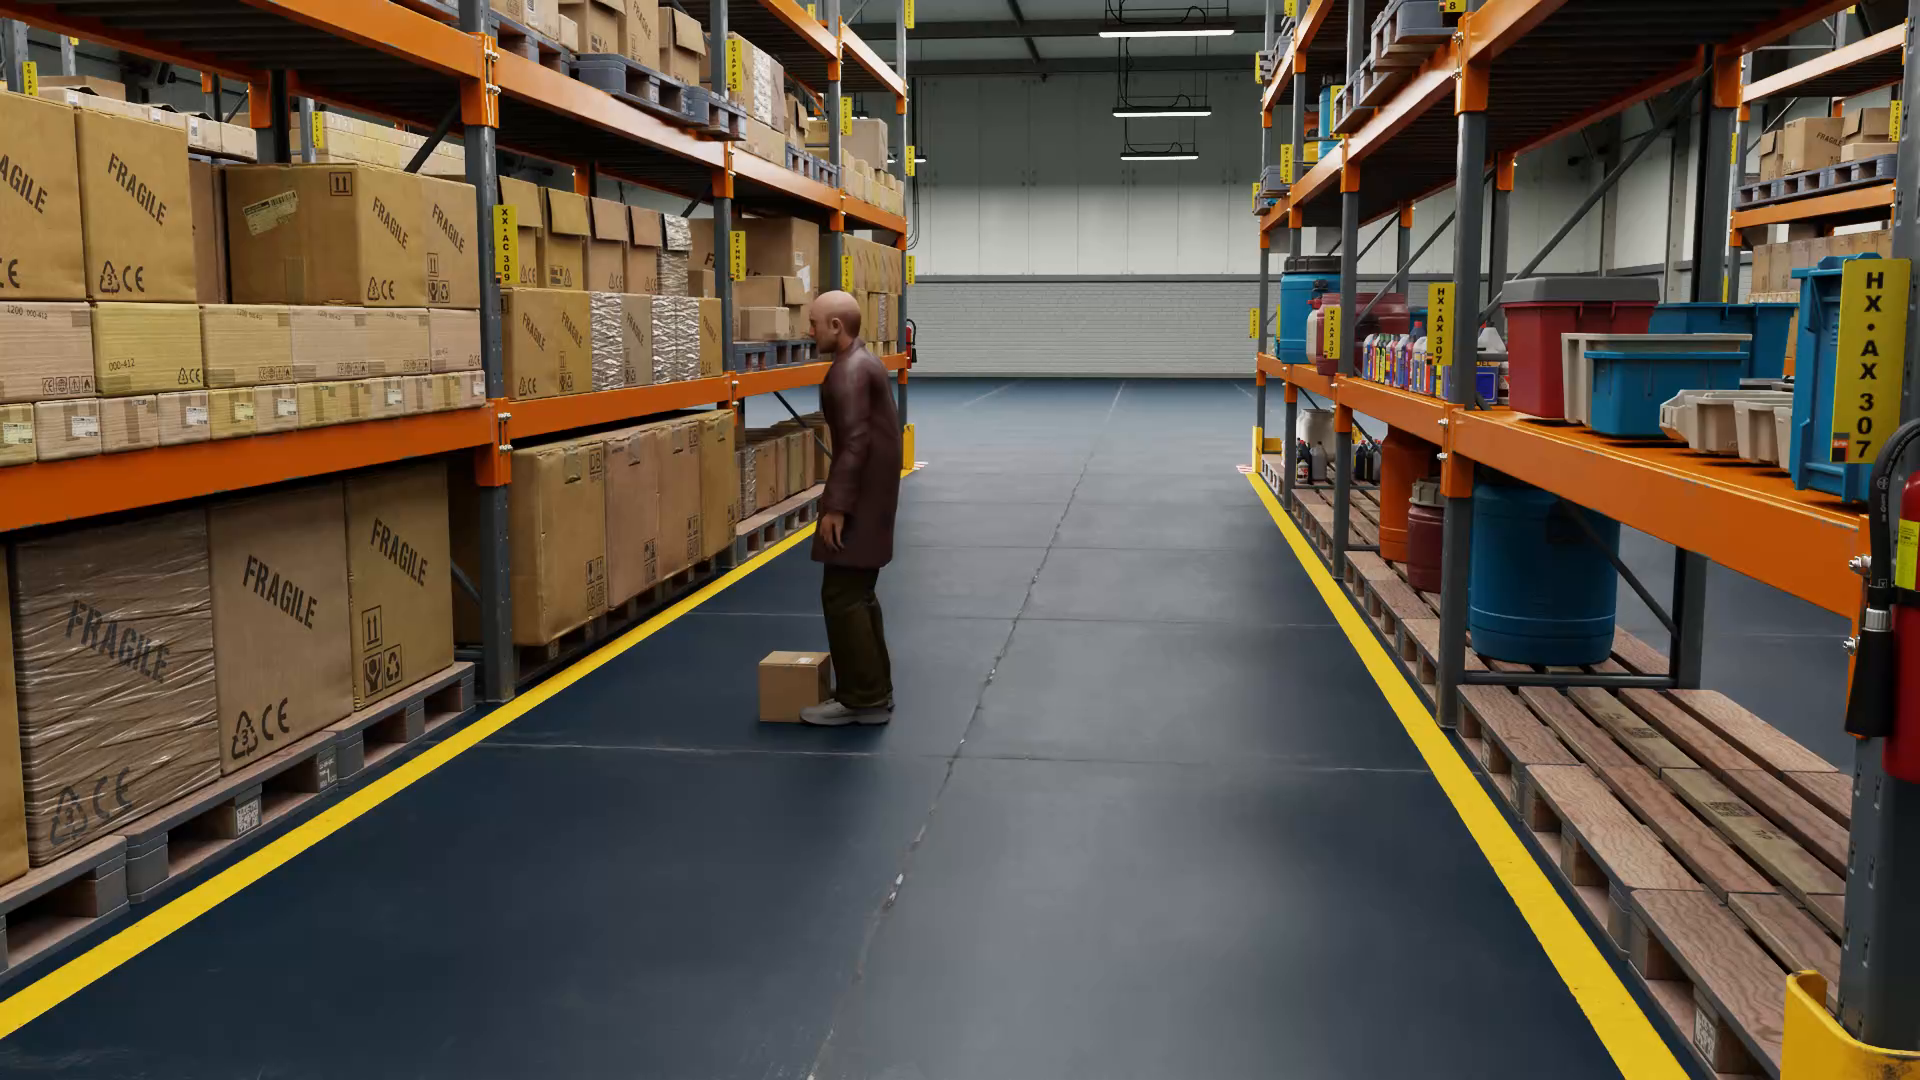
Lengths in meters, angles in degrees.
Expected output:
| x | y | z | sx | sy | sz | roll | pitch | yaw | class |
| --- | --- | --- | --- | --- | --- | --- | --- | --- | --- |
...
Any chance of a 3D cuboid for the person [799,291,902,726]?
| x | y | z | sx | sy | sz | roll | pitch | yaw | class |
| --- | --- | --- | --- | --- | --- | --- | --- | --- | --- |
| -0.446 | -0.135 | 6.876 | 0.415 | 1.774 | 0.654 | 1 | 7 | 5 | person |
